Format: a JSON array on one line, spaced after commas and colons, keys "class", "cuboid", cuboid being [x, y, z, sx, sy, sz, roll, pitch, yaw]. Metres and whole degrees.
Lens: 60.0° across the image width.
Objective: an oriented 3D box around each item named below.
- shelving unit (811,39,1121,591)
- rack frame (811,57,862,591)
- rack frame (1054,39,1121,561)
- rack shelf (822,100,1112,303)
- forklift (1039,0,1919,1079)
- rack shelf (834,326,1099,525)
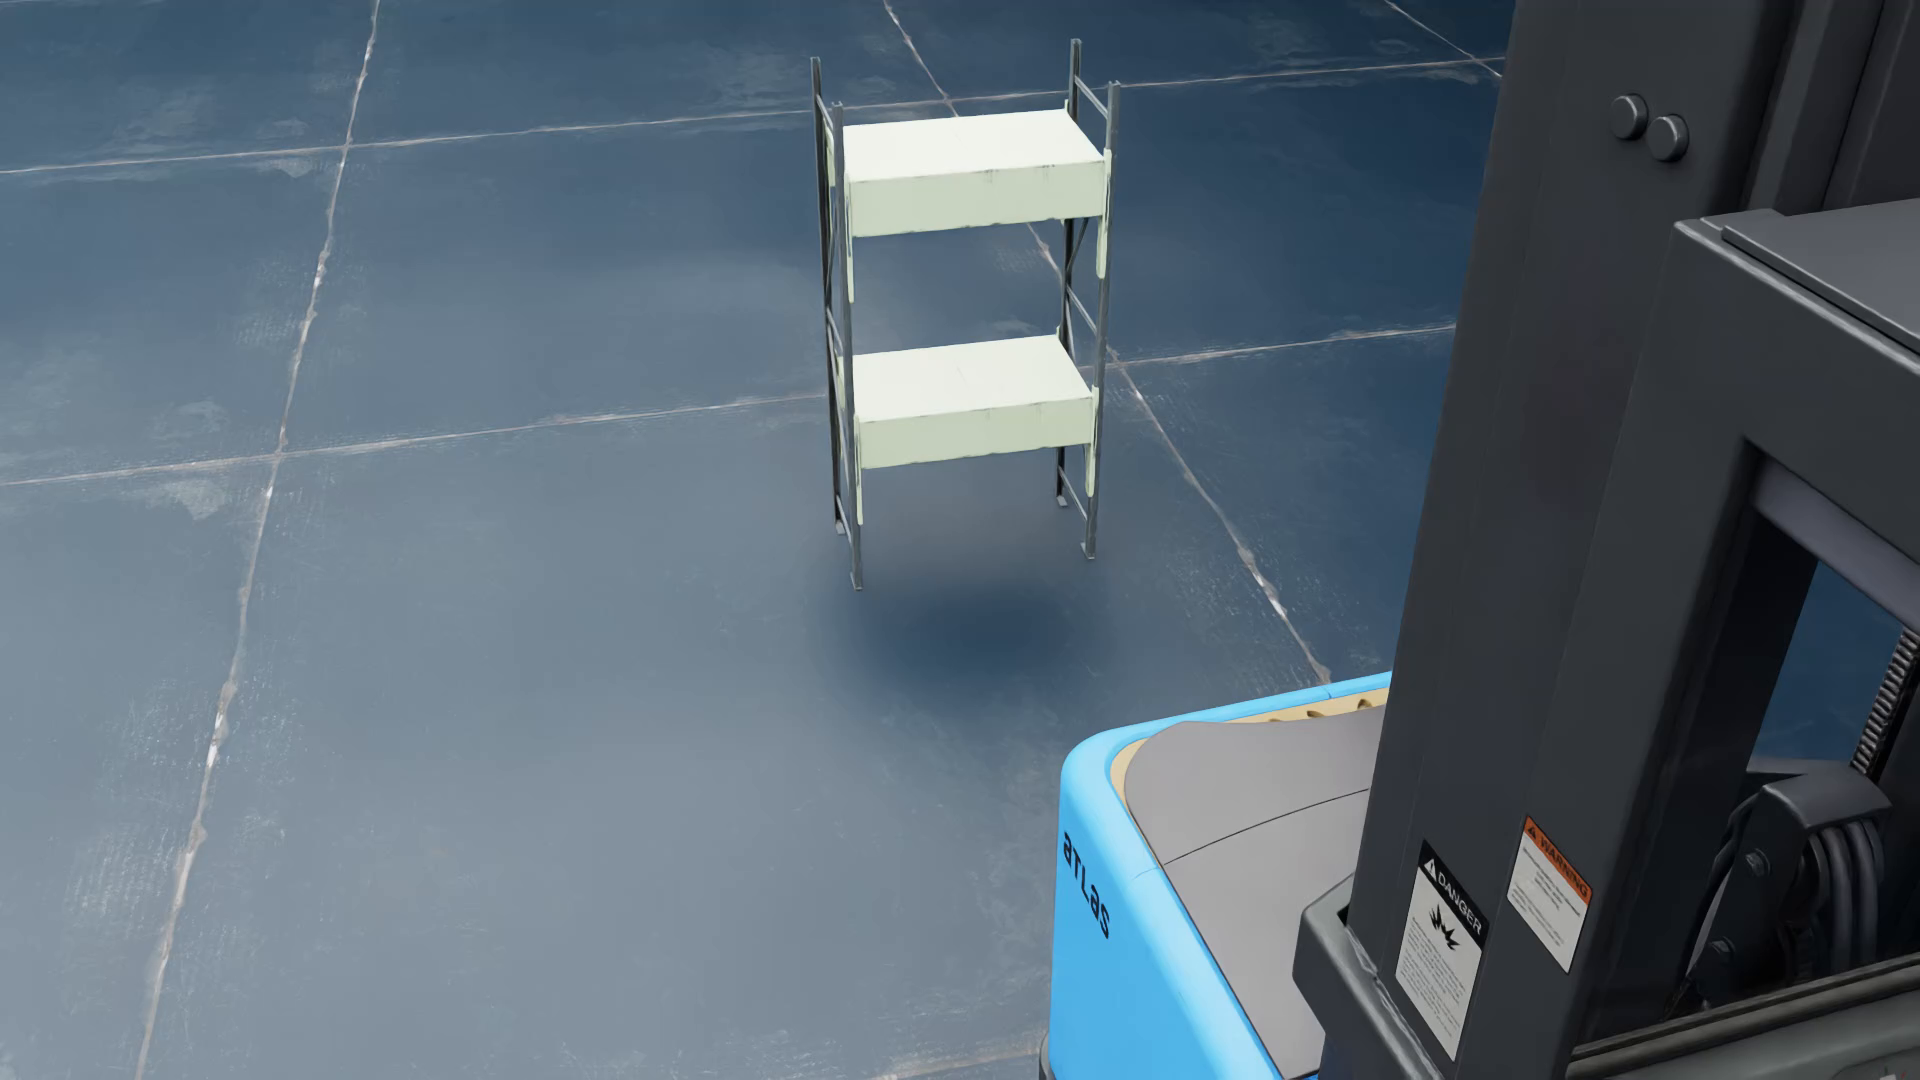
[{"class": "shelving unit", "cuboid": [0.007, -0.624, 4.833, 0.755, 1.500, 0.431, -7, 35, -11]}, {"class": "rack frame", "cuboid": [-0.350, -0.579, 4.766, 0.023, 1.500, 0.400, -7, 35, -11]}, {"class": "rack frame", "cuboid": [0.363, -0.669, 4.900, 0.023, 1.500, 0.400, -7, 35, -11]}, {"class": "rack shelf", "cuboid": [0.007, -0.948, 4.616, 0.720, 0.370, 0.431, -7, 35, -11]}, {"class": "forklift", "cuboid": [1.078, 0.715, 1.555, 1.130, 2.935, 3.031, -10, 35, -14]}, {"class": "rack shelf", "cuboid": [0.007, -0.353, 5.015, 0.720, 0.370, 0.431, -7, 35, -11]}]
